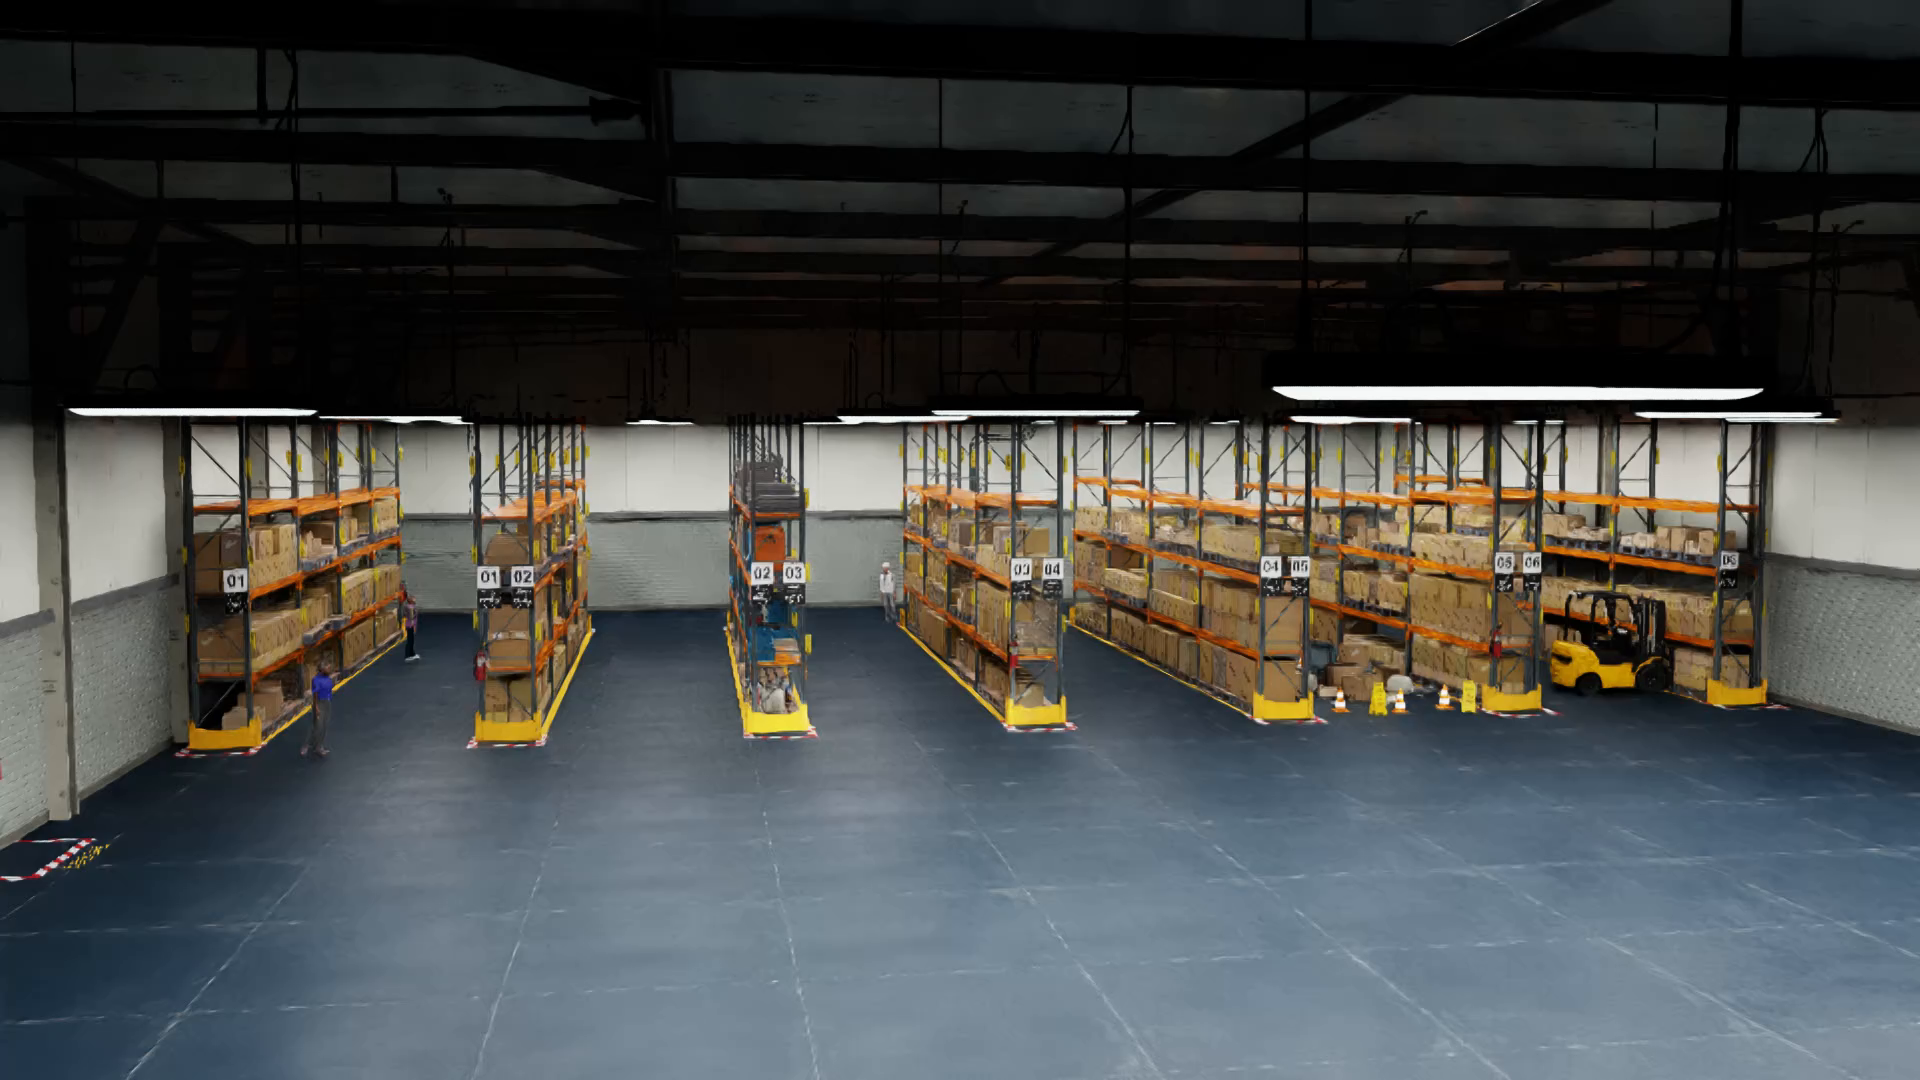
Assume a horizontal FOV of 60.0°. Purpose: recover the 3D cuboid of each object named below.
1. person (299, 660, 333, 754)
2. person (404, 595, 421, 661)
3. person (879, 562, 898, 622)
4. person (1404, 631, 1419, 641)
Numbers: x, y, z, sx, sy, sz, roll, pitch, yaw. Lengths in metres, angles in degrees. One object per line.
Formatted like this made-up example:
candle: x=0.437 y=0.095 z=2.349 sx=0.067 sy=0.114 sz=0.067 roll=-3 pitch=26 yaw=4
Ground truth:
person: x=-11.200 y=2.925 z=28.964 sx=0.445 sy=1.637 sz=0.631 roll=1 pitch=4 yaw=16
person: x=-13.403 y=2.143 z=40.716 sx=0.422 sy=1.601 sz=0.499 roll=-2 pitch=4 yaw=-27
person: x=-2.086 y=1.519 z=48.712 sx=0.583 sy=1.771 sz=0.520 roll=1 pitch=4 yaw=20
person: x=11.727 y=1.928 z=43.313 sx=0.569 sy=1.668 sz=0.562 roll=1 pitch=4 yaw=20
